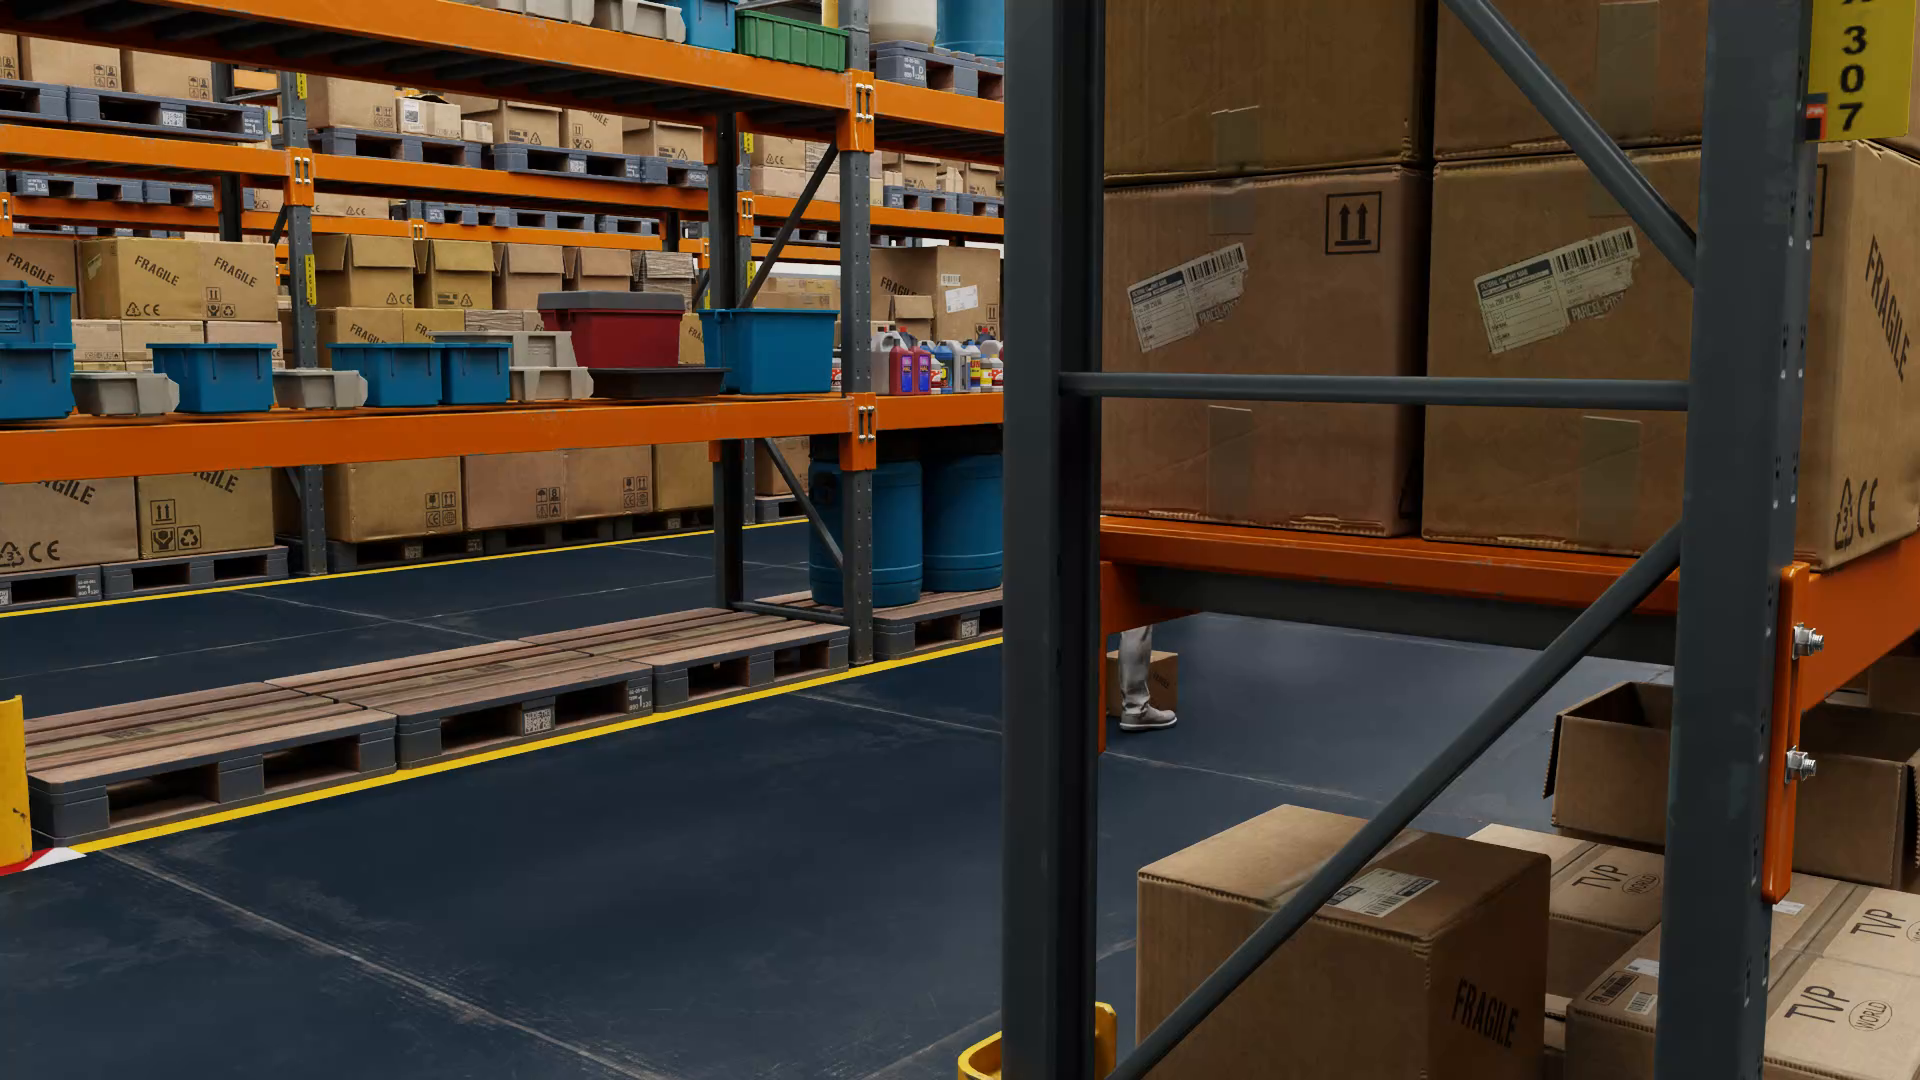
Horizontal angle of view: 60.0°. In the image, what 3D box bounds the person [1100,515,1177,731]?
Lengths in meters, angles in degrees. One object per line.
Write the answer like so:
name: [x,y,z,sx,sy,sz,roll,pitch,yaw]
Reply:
person: [0.614,-0.067,6.789,0.526,1.662,0.374,5,9,38]
